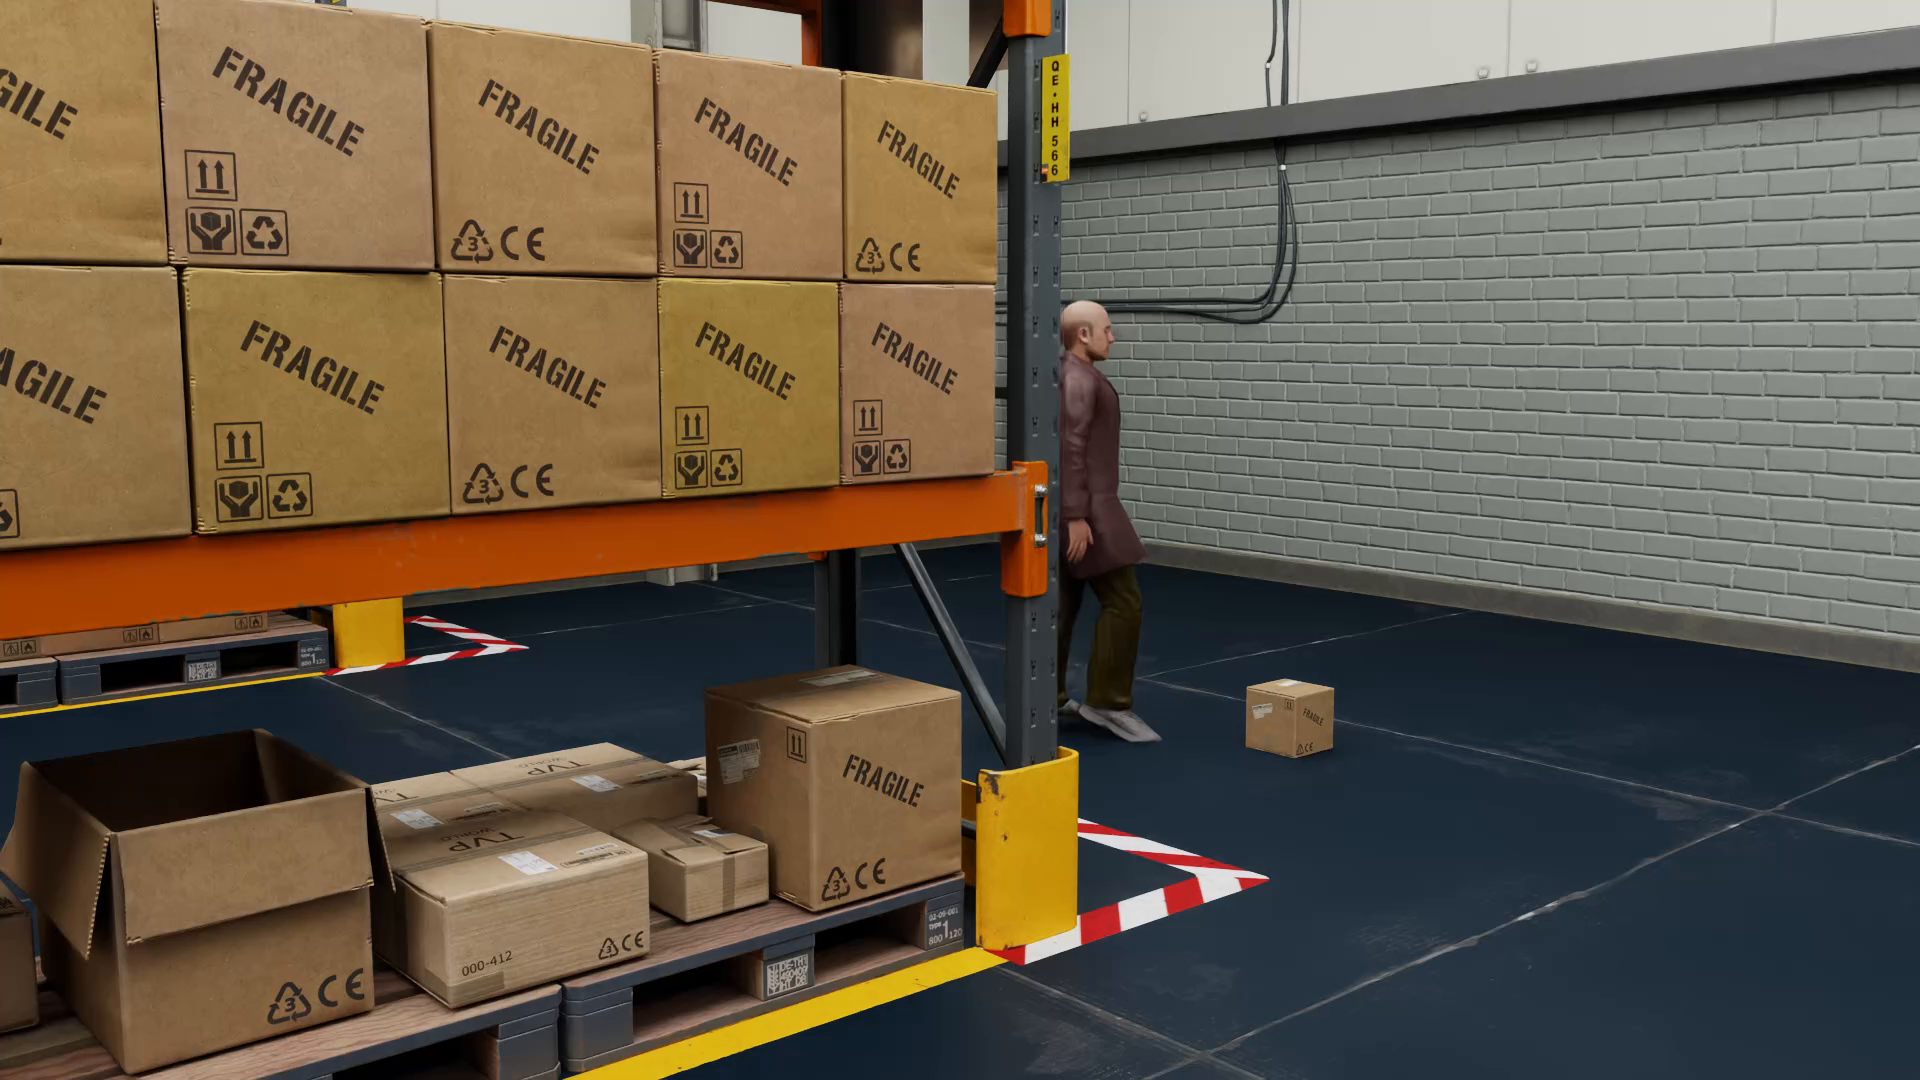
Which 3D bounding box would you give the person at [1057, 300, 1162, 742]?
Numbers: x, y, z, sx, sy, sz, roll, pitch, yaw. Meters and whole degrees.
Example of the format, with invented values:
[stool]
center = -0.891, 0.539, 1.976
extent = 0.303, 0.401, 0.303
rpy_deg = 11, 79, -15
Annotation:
[person]
center = 0.509, -0.073, 6.927
extent = 0.575, 1.830, 0.616
rpy_deg = -1, 7, -11
